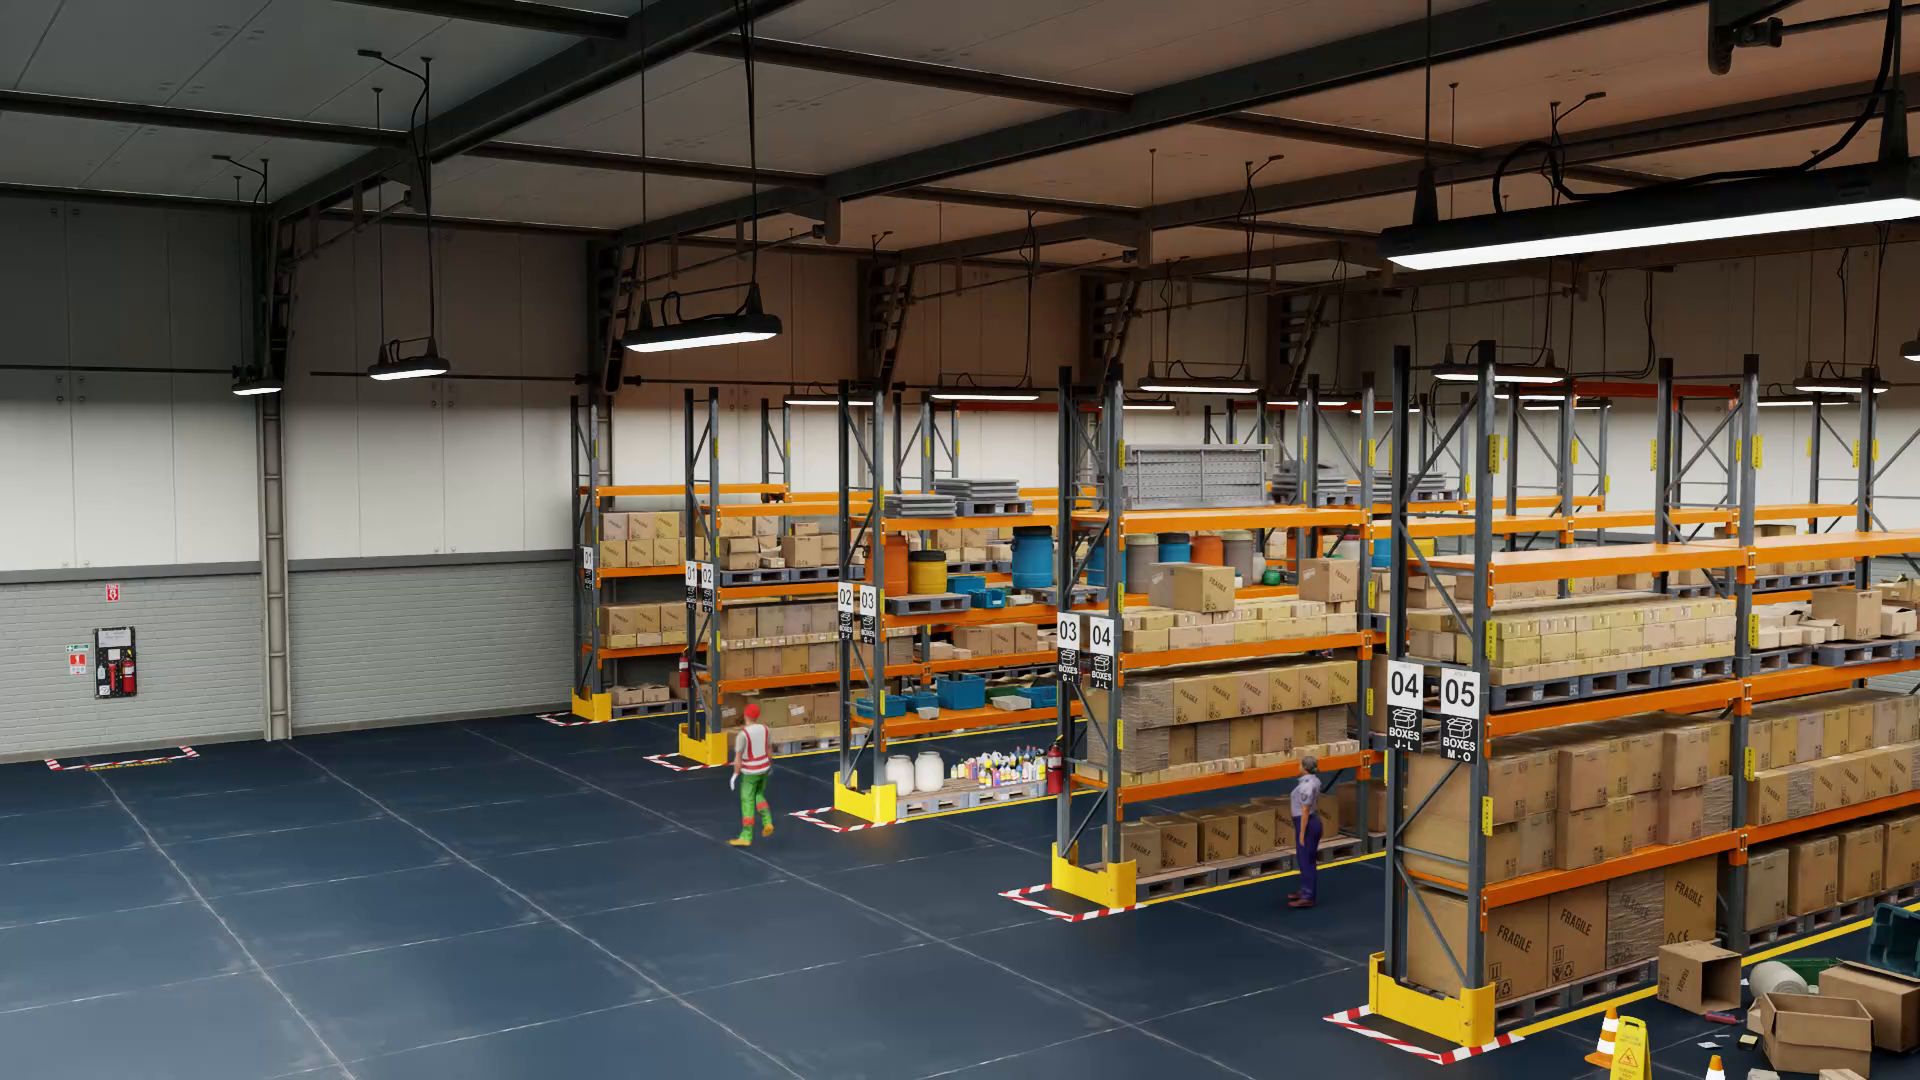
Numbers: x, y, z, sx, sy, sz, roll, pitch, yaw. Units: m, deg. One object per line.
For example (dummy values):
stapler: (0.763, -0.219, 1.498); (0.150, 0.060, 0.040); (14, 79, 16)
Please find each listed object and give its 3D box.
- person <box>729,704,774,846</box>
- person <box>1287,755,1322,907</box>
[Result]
person: (-2.642, 2.975, 21.259); (0.420, 1.789, 0.652); (2, 4, 30)
person: (3.844, 3.221, 18.520); (0.369, 1.656, 0.509); (1, 4, 11)
